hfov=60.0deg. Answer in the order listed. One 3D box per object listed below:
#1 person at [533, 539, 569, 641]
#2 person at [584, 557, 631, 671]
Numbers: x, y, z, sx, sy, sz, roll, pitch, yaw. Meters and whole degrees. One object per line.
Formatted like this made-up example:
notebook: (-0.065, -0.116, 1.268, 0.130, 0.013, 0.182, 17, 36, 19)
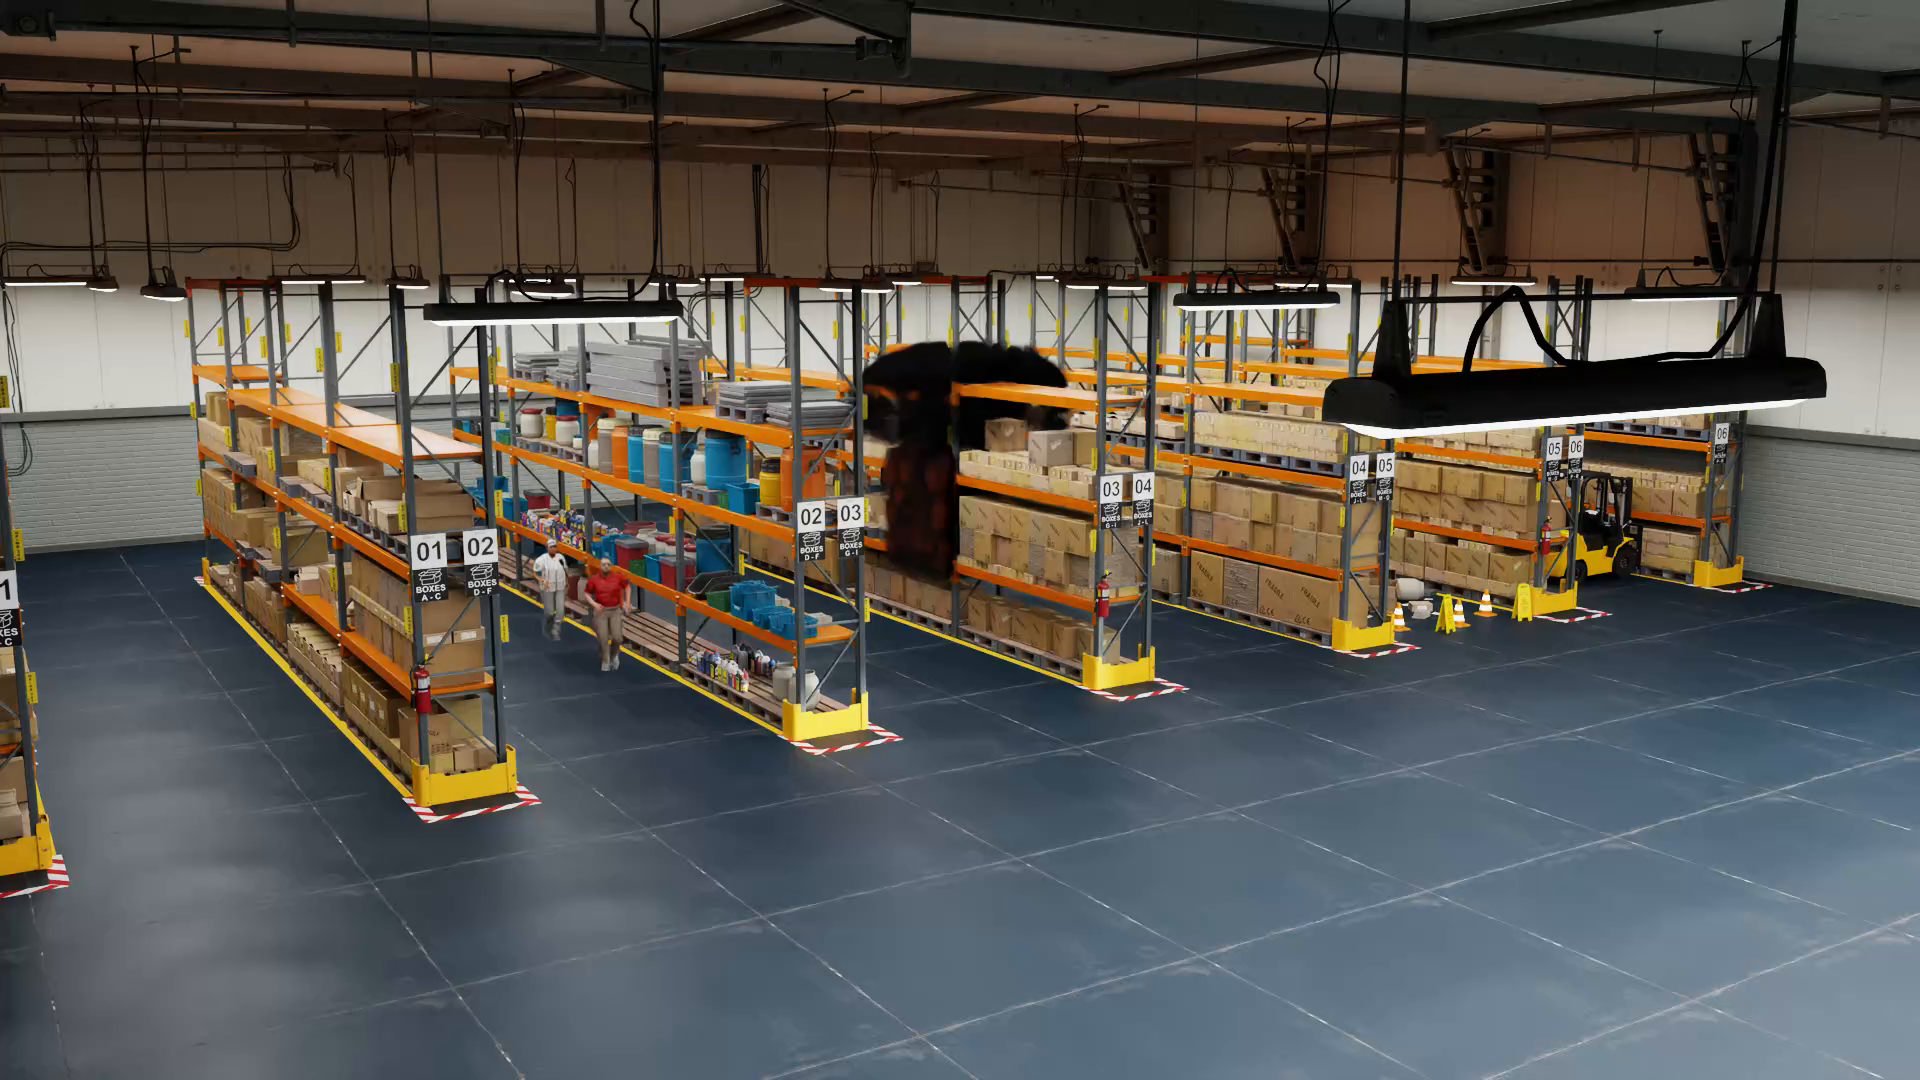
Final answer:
person: (-6.530, 0.797, 26.671, 0.595, 1.642, 0.514, -6, 11, -32)
person: (-5.195, 1.117, 24.638, 0.707, 1.737, 0.570, -3, 10, -19)
